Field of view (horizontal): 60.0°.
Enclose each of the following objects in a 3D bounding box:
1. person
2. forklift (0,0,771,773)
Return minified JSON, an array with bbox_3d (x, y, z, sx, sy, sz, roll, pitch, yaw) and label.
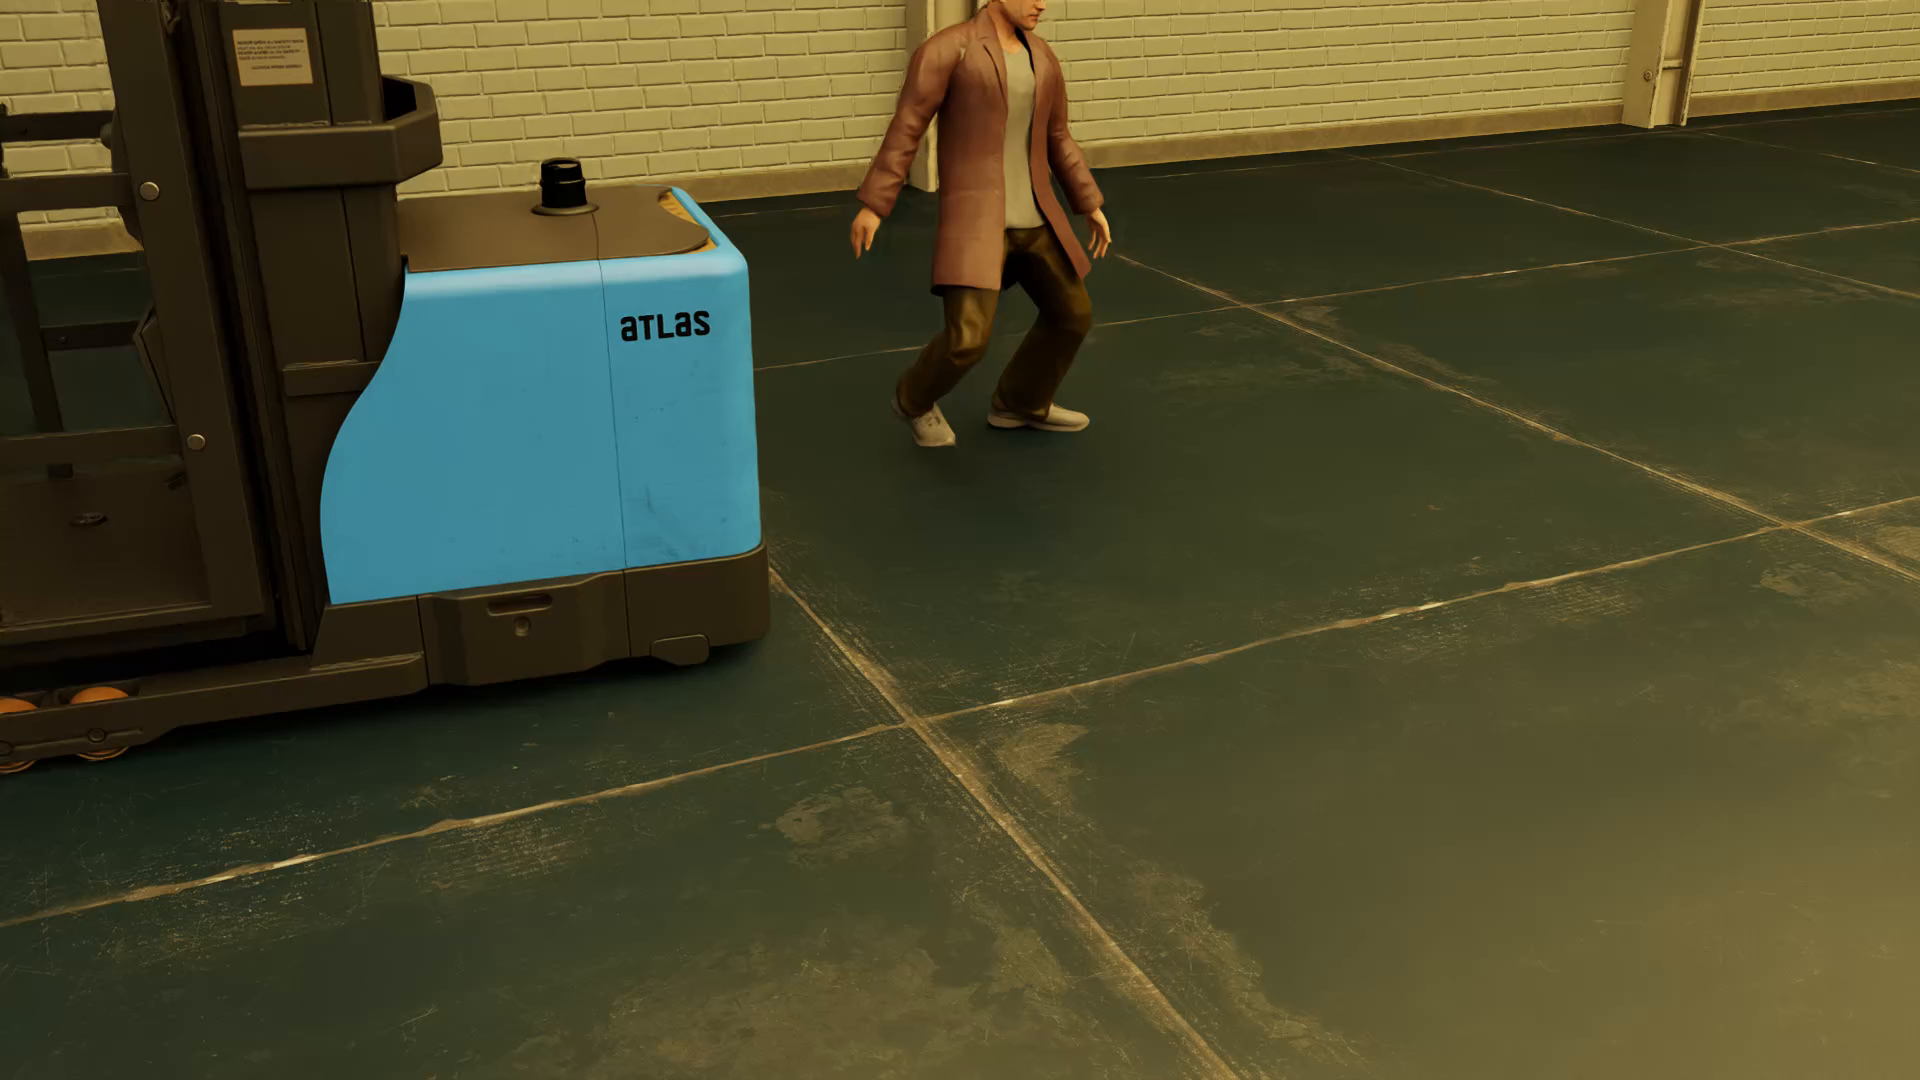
[{"bbox_3d":[0.088,-1.092,5.559,0.939,1.687,0.577,-14,26,-30],"label":"person"},{"bbox_3d":[-2.073,-1.045,3.802,3.031,2.935,1.130,-7,24,-17],"label":"forklift"}]
